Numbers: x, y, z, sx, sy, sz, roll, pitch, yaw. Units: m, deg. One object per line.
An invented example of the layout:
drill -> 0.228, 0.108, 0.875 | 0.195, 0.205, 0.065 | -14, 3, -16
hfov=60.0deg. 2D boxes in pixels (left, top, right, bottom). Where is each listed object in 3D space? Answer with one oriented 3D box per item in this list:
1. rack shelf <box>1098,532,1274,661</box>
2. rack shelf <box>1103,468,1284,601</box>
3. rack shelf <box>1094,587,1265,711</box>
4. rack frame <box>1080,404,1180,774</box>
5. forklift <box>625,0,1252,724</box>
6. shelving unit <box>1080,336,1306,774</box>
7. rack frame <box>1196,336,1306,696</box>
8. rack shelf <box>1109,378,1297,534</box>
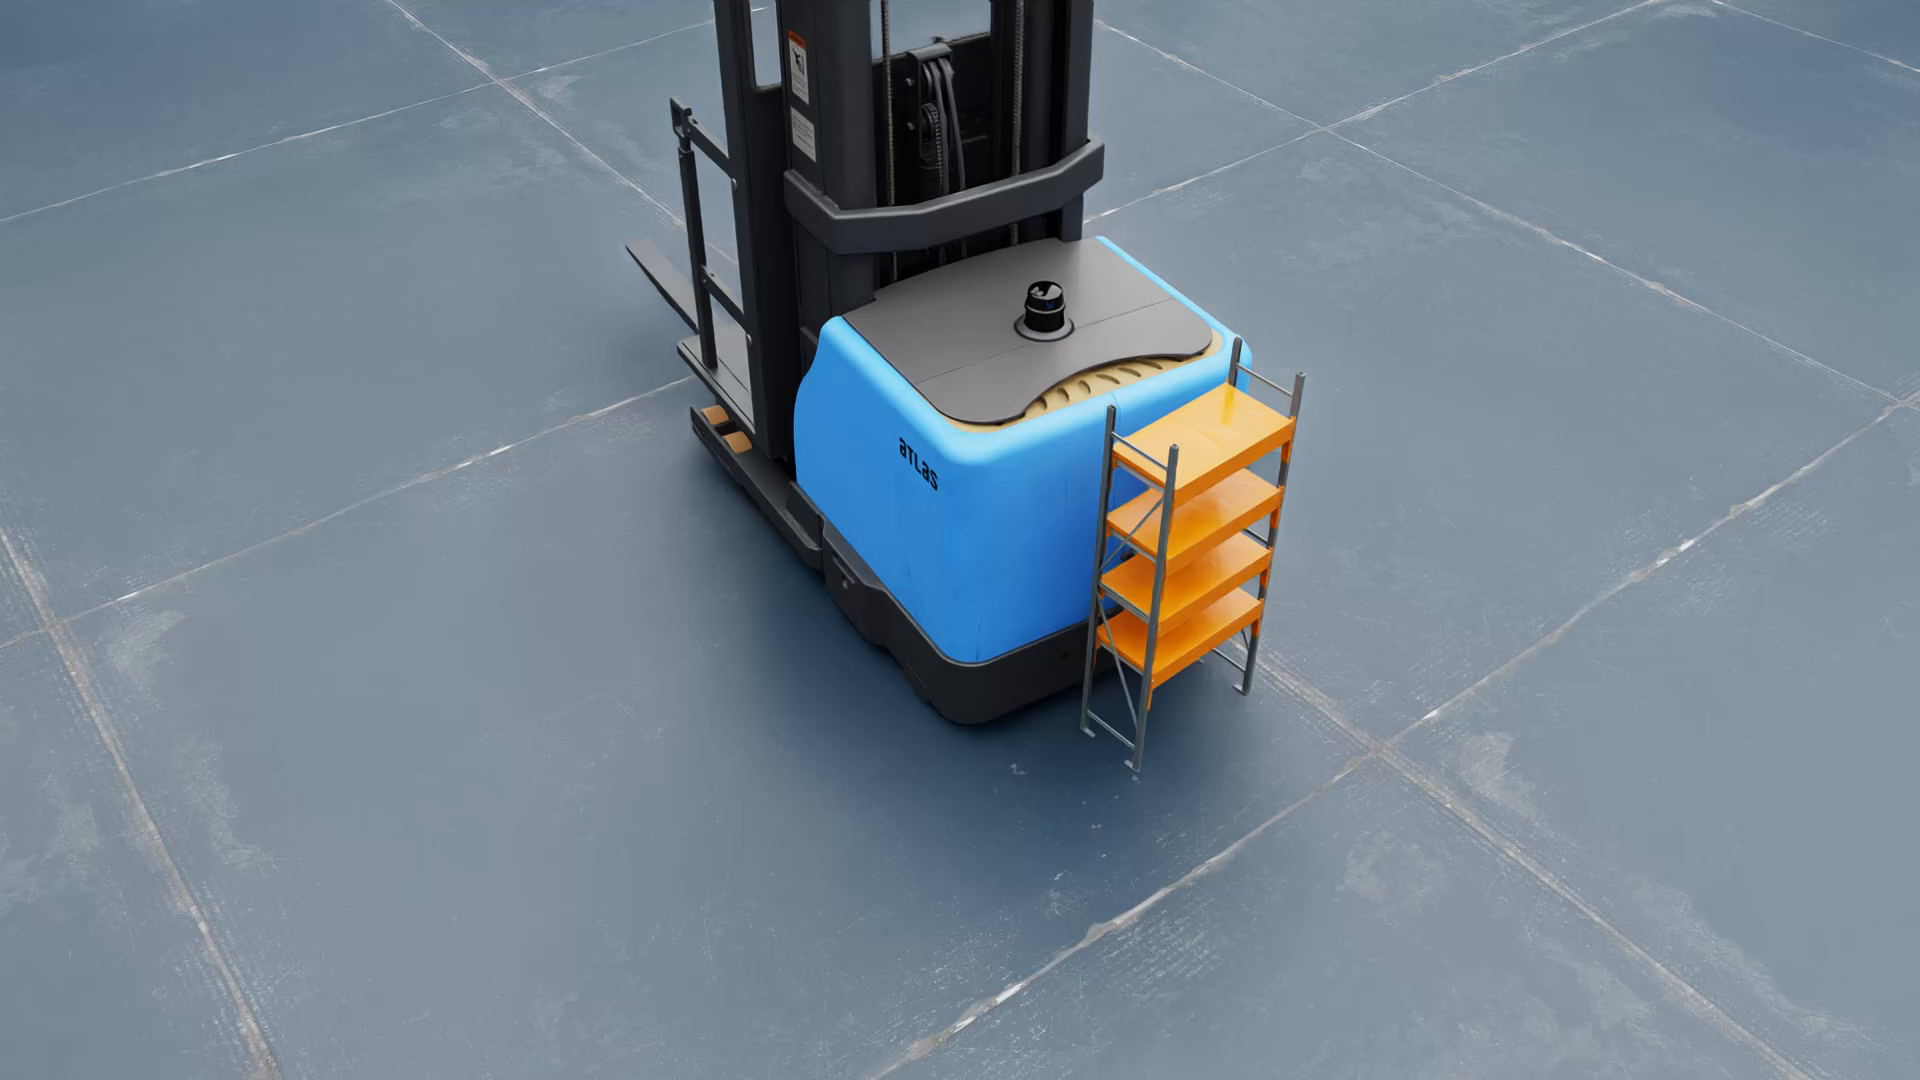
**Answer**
rack shelf -> 0.638, 0.119, 4.761 | 0.480, 0.148, 0.258 | -29, 49, -31
rack shelf -> 0.640, -0.052, 4.617 | 0.480, 0.148, 0.258 | -29, 49, -31
rack shelf -> 0.635, 0.270, 4.889 | 0.480, 0.148, 0.258 | -29, 49, -31
rack frame -> 0.456, 0.170, 4.593 | 0.015, 1.200, 0.240 | -29, 49, -31
forklift -> -0.332, -1.496, 5.263 | 1.130, 2.935, 3.031 | -21, 44, -23
shelving unit -> 0.639, 0.067, 4.718 | 0.503, 1.200, 0.258 | -29, 49, -31
rack frame -> 0.822, -0.035, 4.843 | 0.015, 1.200, 0.240 | -29, 49, -31
rack shelf -> 0.643, -0.233, 4.465 | 0.480, 0.148, 0.258 | -29, 49, -31
